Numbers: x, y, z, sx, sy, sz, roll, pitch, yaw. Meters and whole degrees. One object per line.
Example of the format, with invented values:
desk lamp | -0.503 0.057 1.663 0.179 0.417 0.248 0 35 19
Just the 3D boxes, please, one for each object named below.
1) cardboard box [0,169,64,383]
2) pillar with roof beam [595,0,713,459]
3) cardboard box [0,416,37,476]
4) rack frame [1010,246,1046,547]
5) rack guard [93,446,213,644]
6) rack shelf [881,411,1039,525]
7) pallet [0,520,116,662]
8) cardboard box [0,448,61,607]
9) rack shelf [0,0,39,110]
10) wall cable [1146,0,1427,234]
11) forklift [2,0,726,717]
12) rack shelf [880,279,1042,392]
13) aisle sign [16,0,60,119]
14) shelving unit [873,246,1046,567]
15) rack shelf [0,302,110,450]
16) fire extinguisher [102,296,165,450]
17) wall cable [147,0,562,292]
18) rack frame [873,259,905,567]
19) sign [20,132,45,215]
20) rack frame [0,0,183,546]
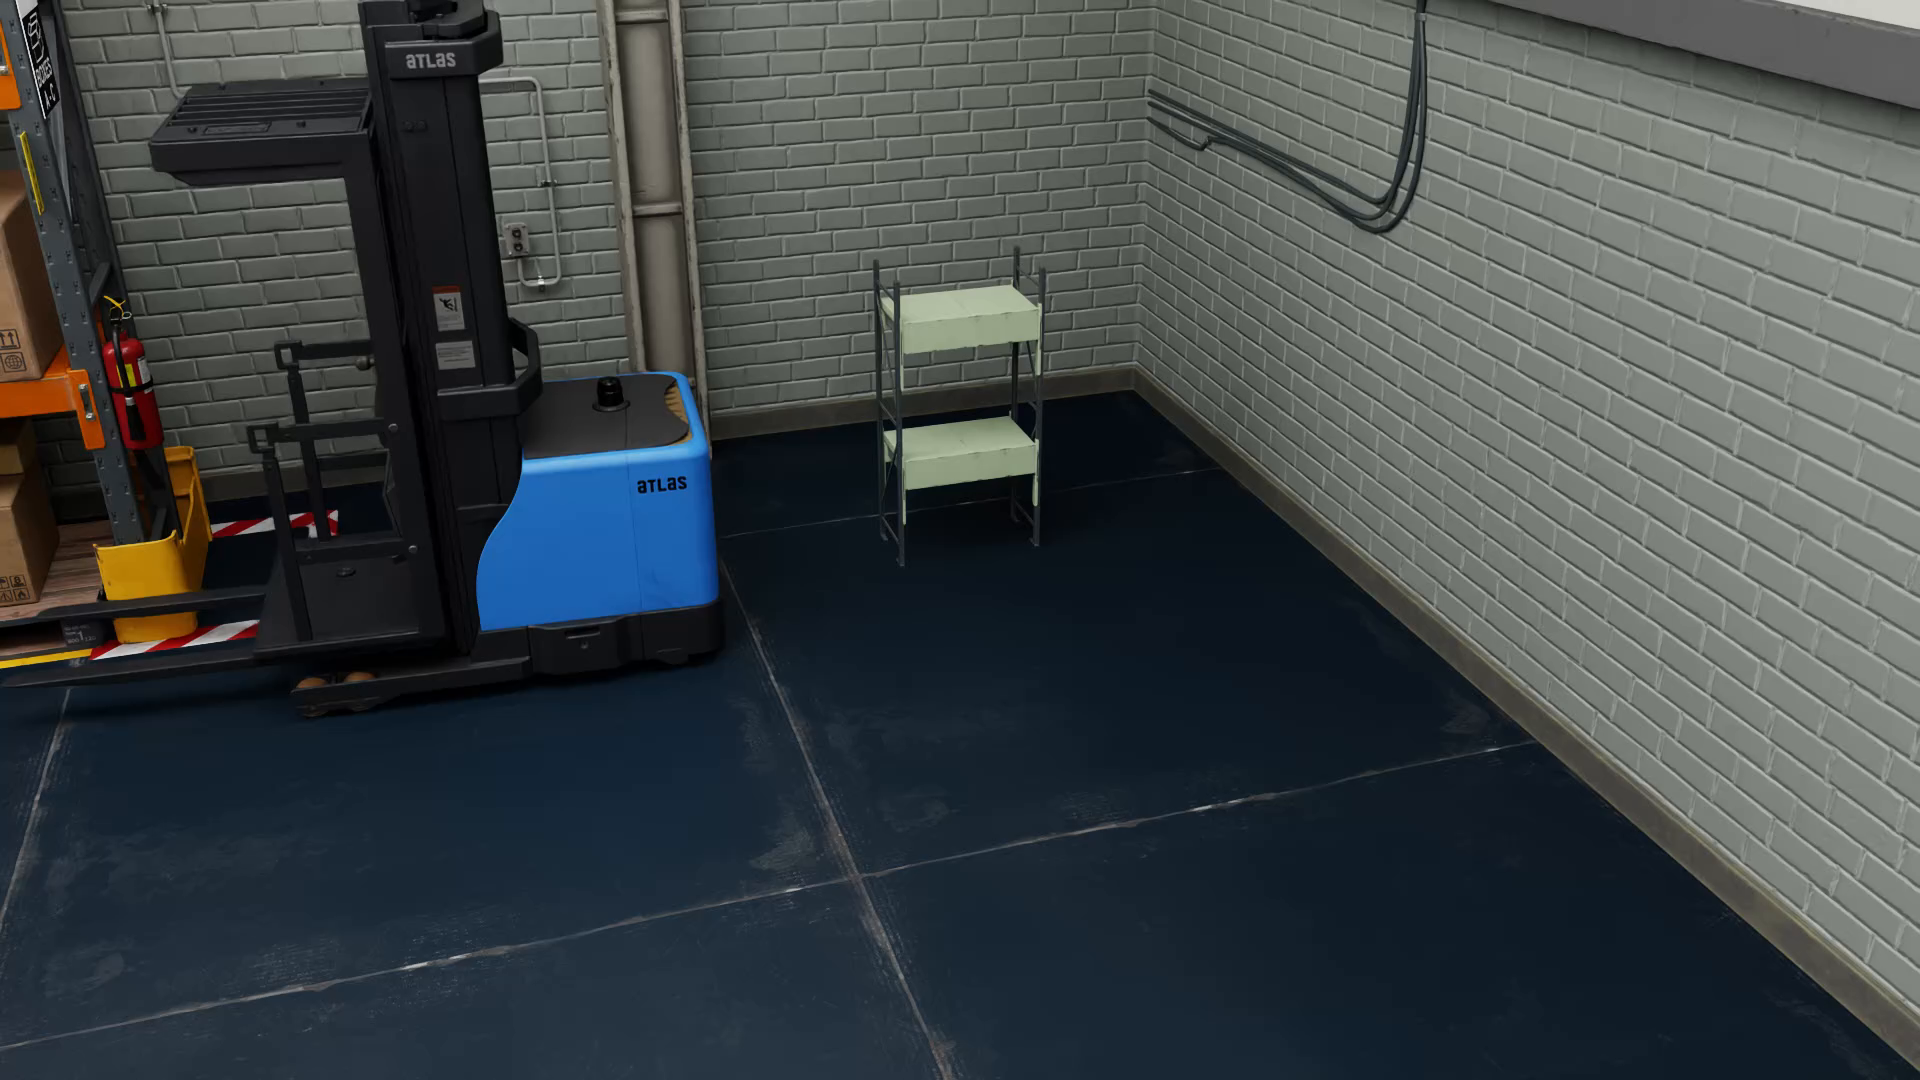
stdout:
cardboard box | -4.457 -1.177 7.409 0.700 0.700 0.980 -7 27 -14
pillar with roof beam | -0.343 -2.721 4.111 0.400 9.000 9.100 -8 28 -16
cardboard box | -4.553 -0.439 7.870 0.250 0.149 0.380 -8 28 -16
rack frame | 0.342 -0.721 8.516 0.023 1.500 0.400 -8 28 -16
rack guard | -3.952 0.000 8.189 0.348 0.500 1.175 -8 28 -16
rack shelf | -0.006 -0.379 8.560 0.720 0.370 0.431 -8 28 -16
pallet | -4.711 0.276 7.958 1.213 0.211 1.003 -8 28 -16
cardboard box | -4.610 -0.047 7.809 0.500 0.500 0.700 -8 28 -16
rack shelf | -5.877 -1.863 6.564 4.000 0.370 1.077 -8 28 -16
wall cable | 1.514 -3.041 8.247 0.112 2.526 3.097 -8 28 -16
forklift | -2.652 -0.807 7.079 3.031 2.935 1.130 -6 27 -13
rack shelf | -0.006 -1.020 8.241 0.720 0.370 0.431 -8 28 -16
aisle sign | -3.814 -2.164 6.813 0.004 0.787 0.394 -8 28 -16
shelving unit | -0.006 -0.671 8.415 0.755 1.500 0.431 -8 28 -16
rack shelf | -5.877 -0.519 7.231 4.000 0.370 1.077 -8 28 -16
fire extinguisher | -3.689 -0.741 7.375 0.183 0.674 0.296 -8 28 -16
wall cable | -3.051 -2.148 8.561 1.851 1.984 0.084 -8 28 -16
rack frame | -0.354 -0.620 8.313 0.023 1.500 0.400 -8 28 -16
sign | -3.820 -1.510 6.850 0.005 0.325 0.100 -8 28 -16
rack frame | -3.975 -1.117 7.626 0.127 3.000 1.000 -8 28 -16
